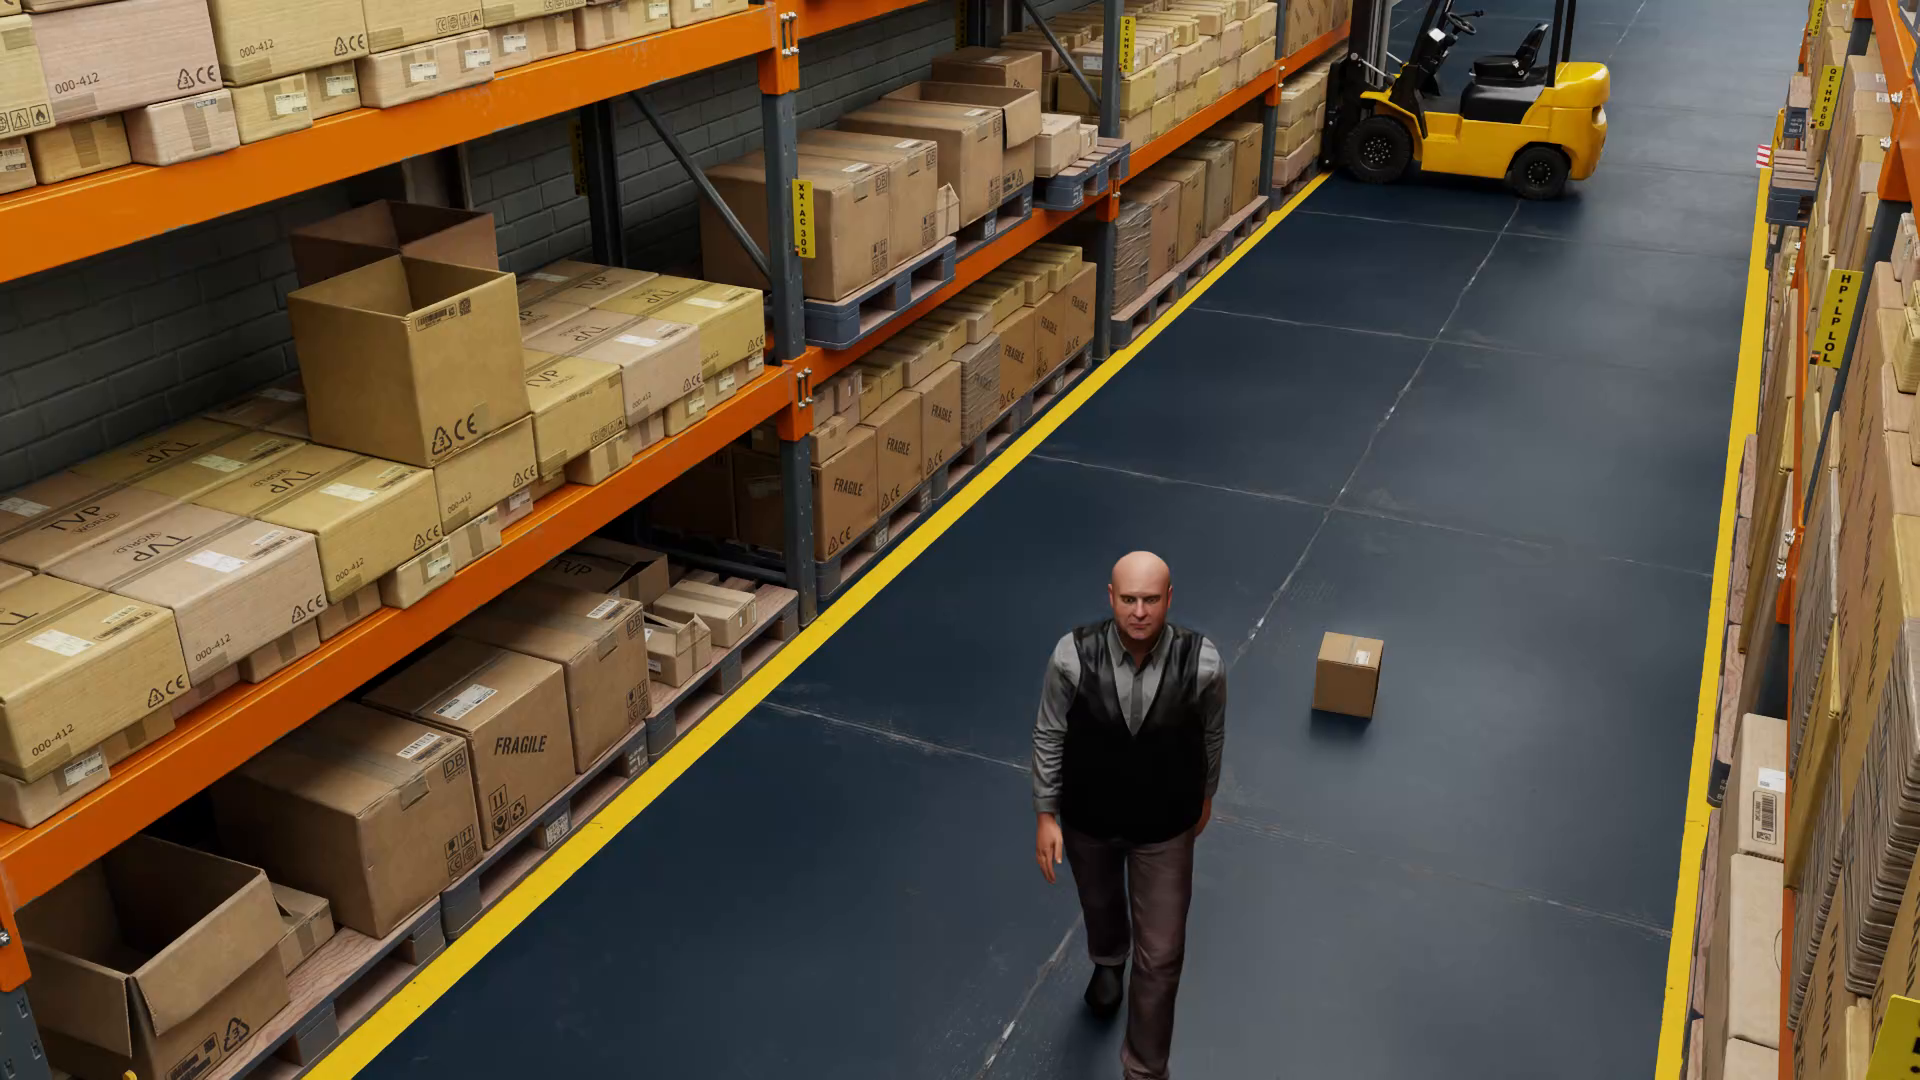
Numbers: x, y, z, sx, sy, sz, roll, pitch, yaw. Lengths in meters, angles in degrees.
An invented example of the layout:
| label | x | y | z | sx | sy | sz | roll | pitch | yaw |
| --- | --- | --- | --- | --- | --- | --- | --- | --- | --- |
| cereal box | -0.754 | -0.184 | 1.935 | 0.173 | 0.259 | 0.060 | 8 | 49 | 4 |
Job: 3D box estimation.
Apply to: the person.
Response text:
| label | x | y | z | sx | sy | sz | roll | pitch | yaw |
| --- | --- | --- | --- | --- | --- | --- | --- | --- | --- |
| person | 0.471 | 0.857 | 4.870 | 0.550 | 1.710 | 0.887 | 5 | 26 | 10 |
